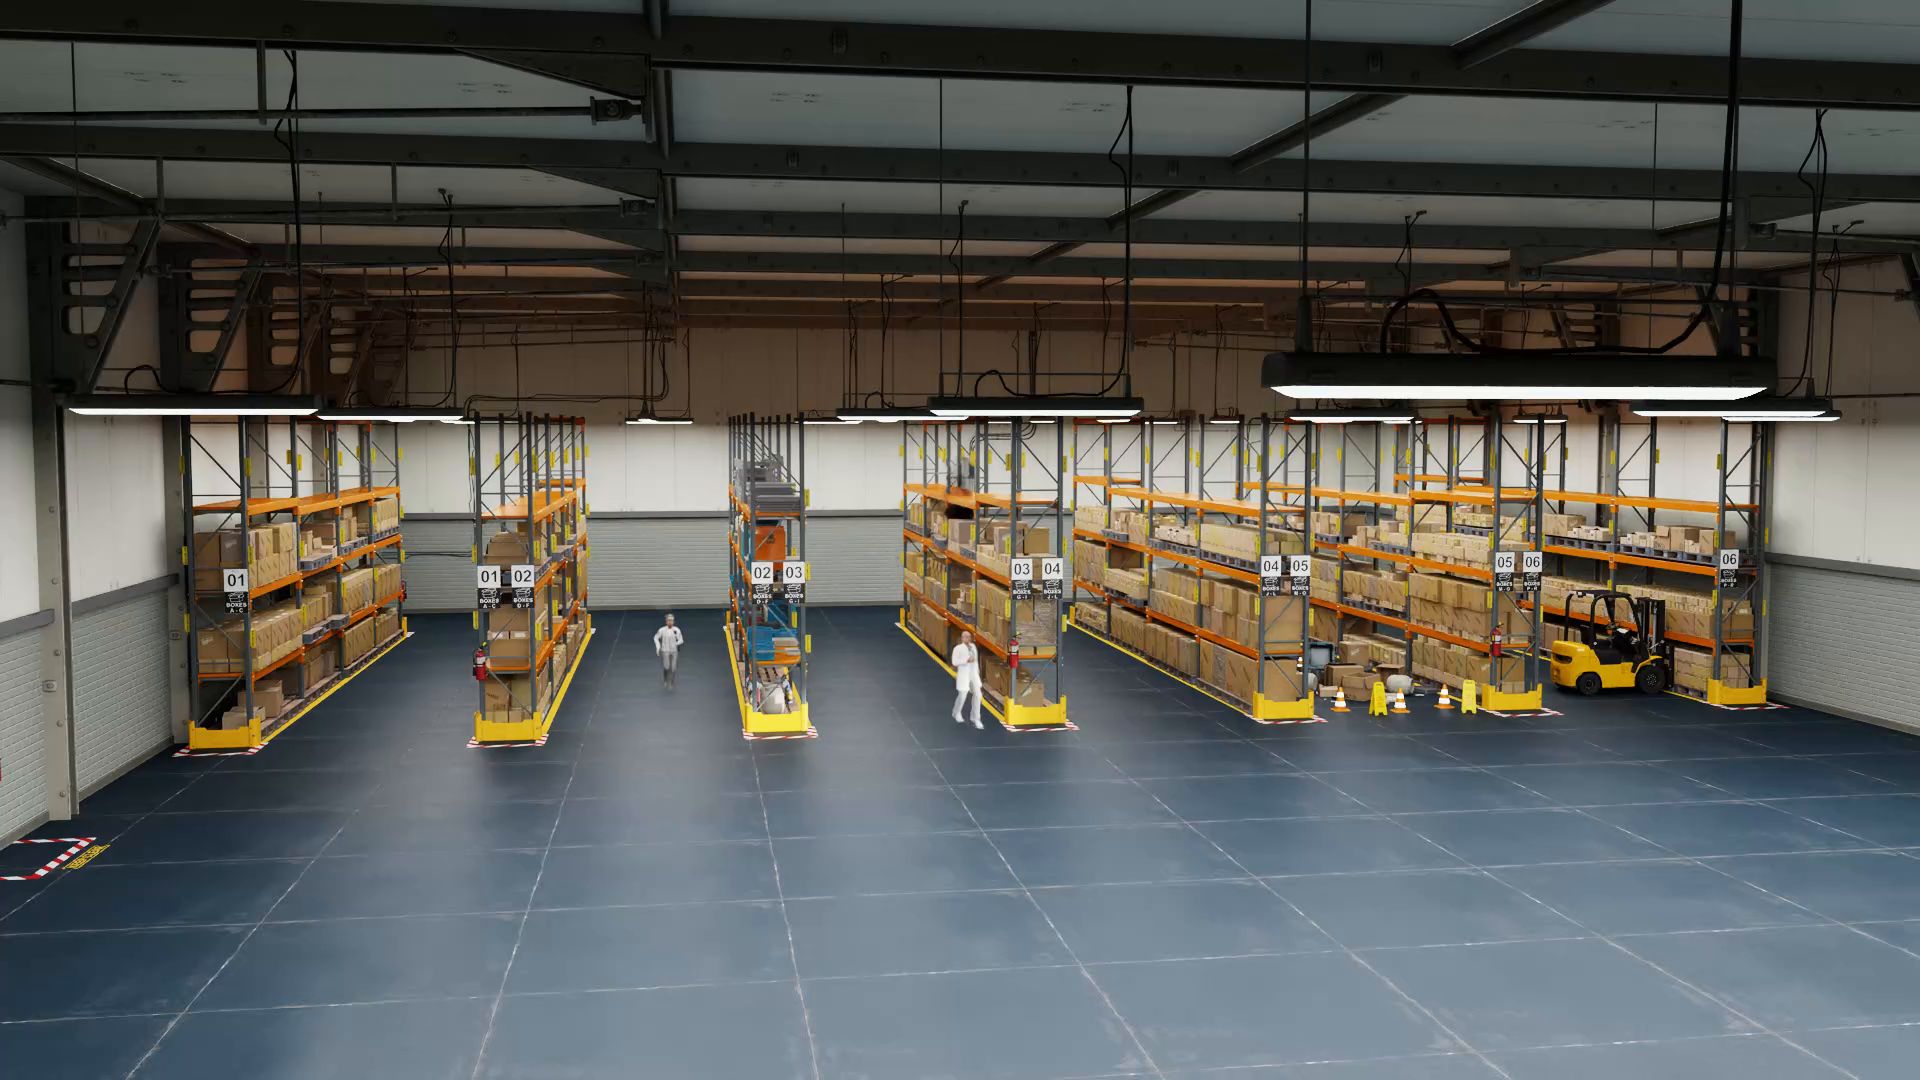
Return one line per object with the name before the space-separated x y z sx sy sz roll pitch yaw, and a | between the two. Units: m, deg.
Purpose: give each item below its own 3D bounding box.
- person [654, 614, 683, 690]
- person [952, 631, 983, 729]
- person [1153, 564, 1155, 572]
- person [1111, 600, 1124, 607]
person | -6.281 2.431 35.978 0.593 1.660 0.616 -1 4 -18
person | 0.129 2.756 31.836 0.692 1.639 0.847 -2 5 -31
person | 5.531 1.571 48.045 0.656 1.823 0.741 -2 4 -23
person | 4.679 1.542 49.547 0.801 1.634 0.703 3 5 40
